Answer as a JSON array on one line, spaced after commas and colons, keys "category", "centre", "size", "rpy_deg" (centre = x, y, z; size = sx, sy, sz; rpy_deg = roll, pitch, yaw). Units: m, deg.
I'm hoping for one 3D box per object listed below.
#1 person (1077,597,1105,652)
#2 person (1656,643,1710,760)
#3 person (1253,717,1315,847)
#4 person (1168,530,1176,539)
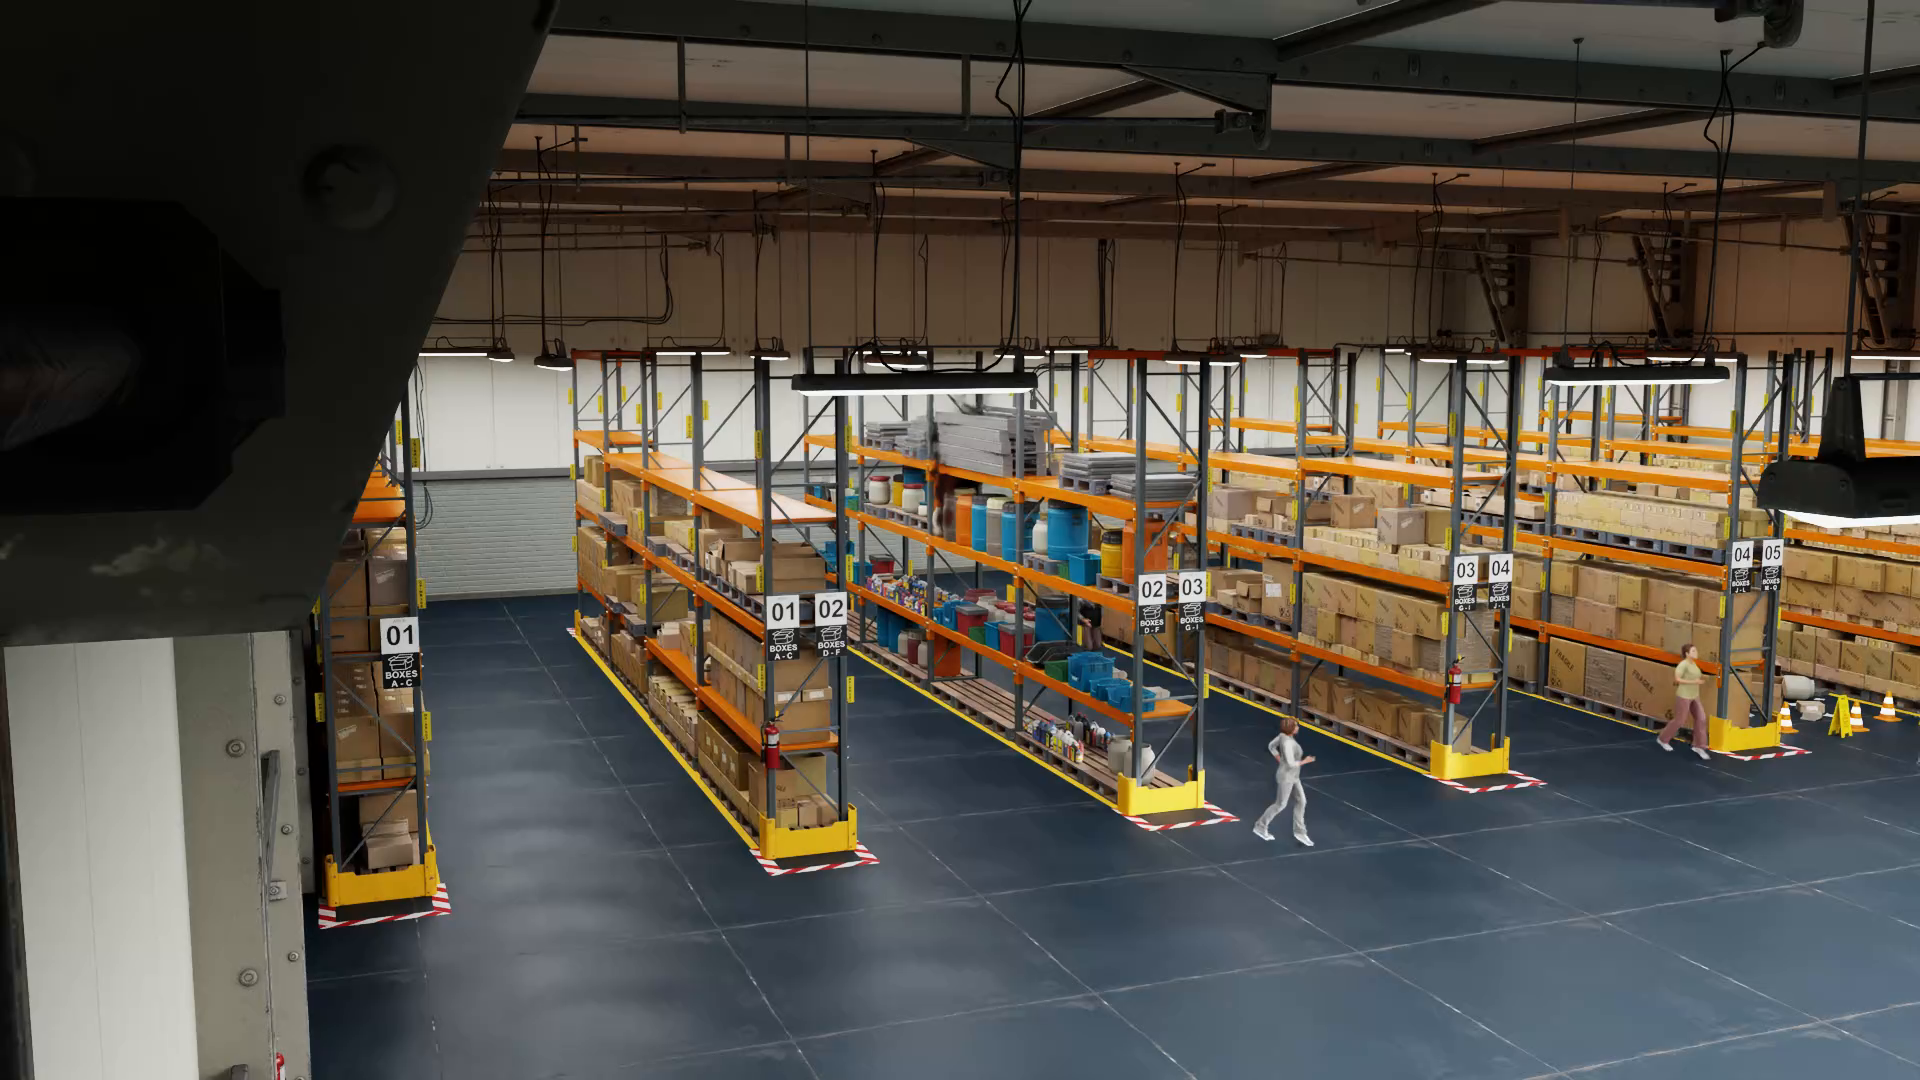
[{"category": "person", "centre": [2.452, 1.617, 31.292], "size": [0.692, 1.680, 0.599], "rpy_deg": [-3, 8, -23]}, {"category": "person", "centre": [10.903, 2.403, 24.961], "size": [0.580, 1.709, 0.790], "rpy_deg": [-5, 9, -36]}, {"category": "person", "centre": [4.006, 2.983, 20.518], "size": [0.739, 1.637, 0.519], "rpy_deg": [2, 7, 15]}, {"category": "person", "centre": [4.874, 0.405, 40.988], "size": [0.884, 1.674, 0.868], "rpy_deg": [-3, 8, -24]}]
